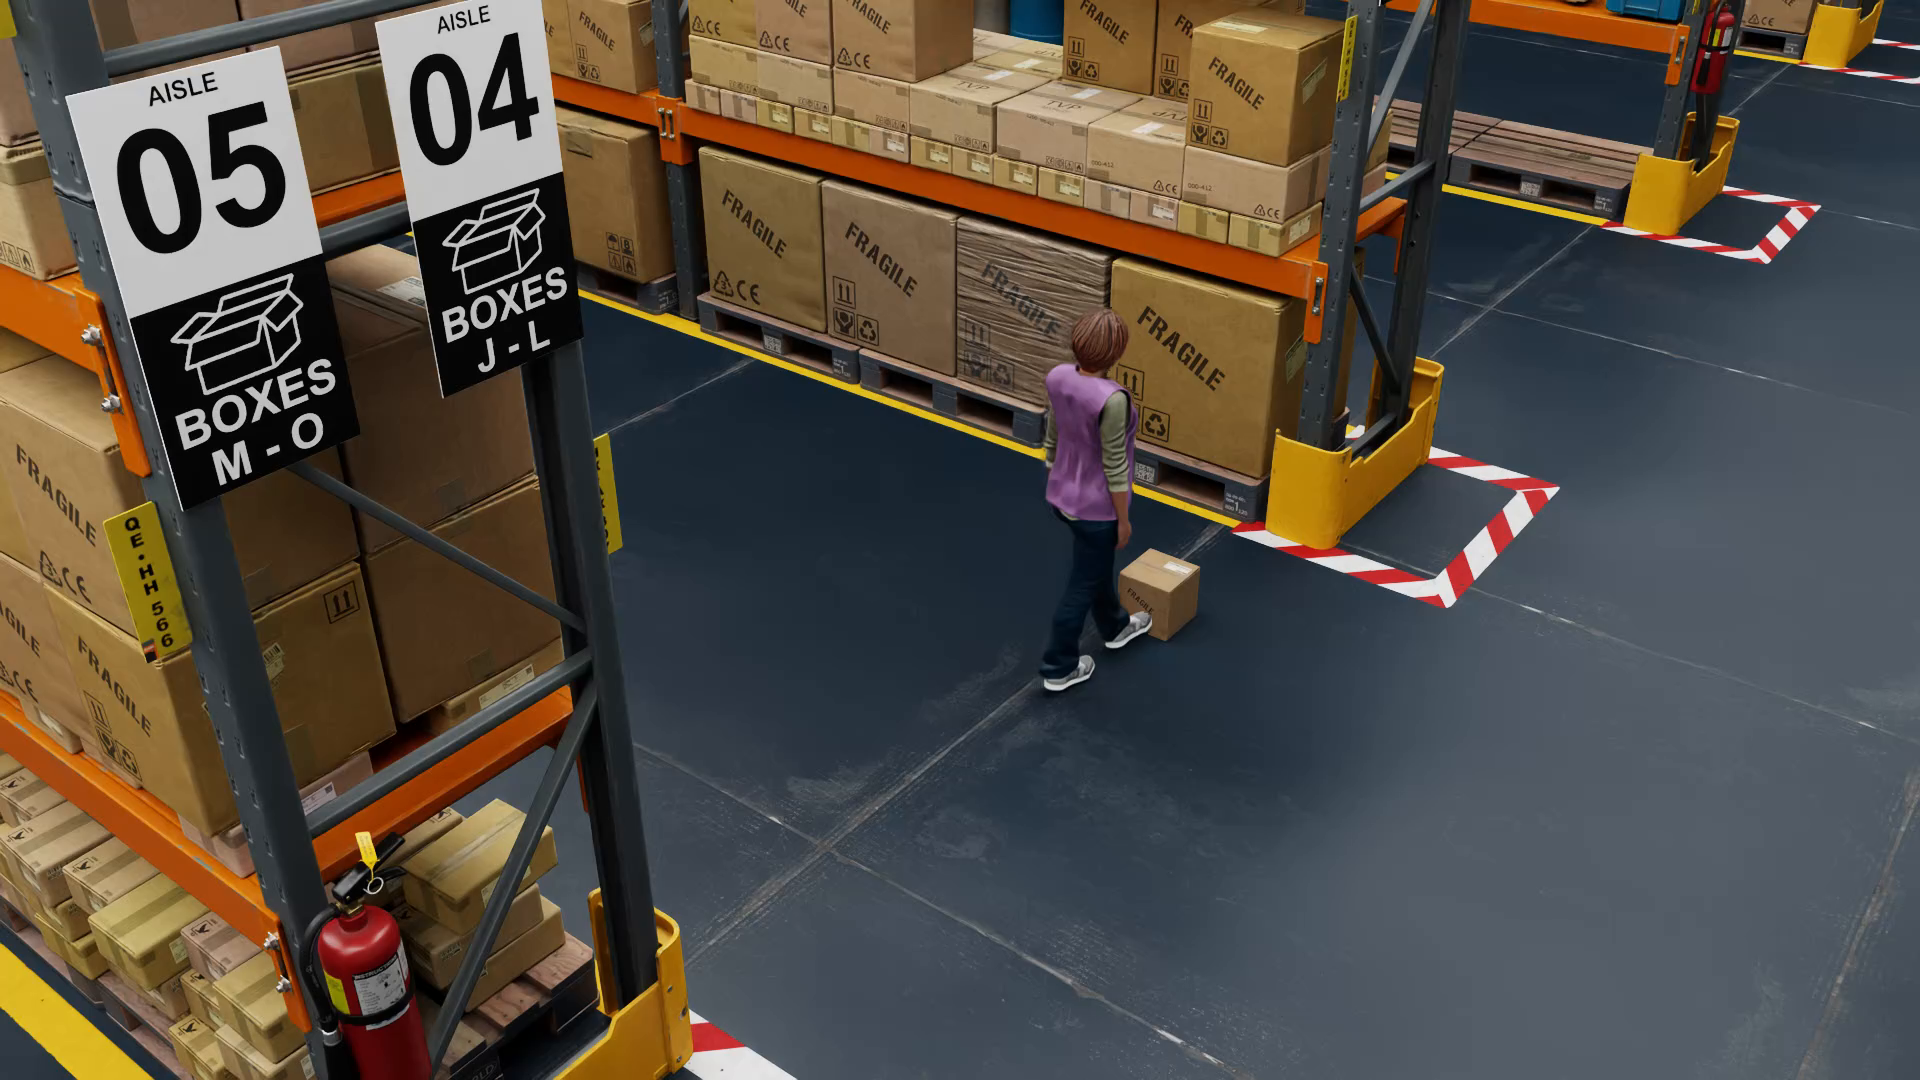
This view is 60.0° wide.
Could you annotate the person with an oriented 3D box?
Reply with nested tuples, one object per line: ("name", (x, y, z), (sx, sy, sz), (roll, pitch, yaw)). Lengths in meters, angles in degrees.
("person", (0.583, -0.166, 6.402), (0.665, 1.588, 0.412), (-19, 36, -29))
